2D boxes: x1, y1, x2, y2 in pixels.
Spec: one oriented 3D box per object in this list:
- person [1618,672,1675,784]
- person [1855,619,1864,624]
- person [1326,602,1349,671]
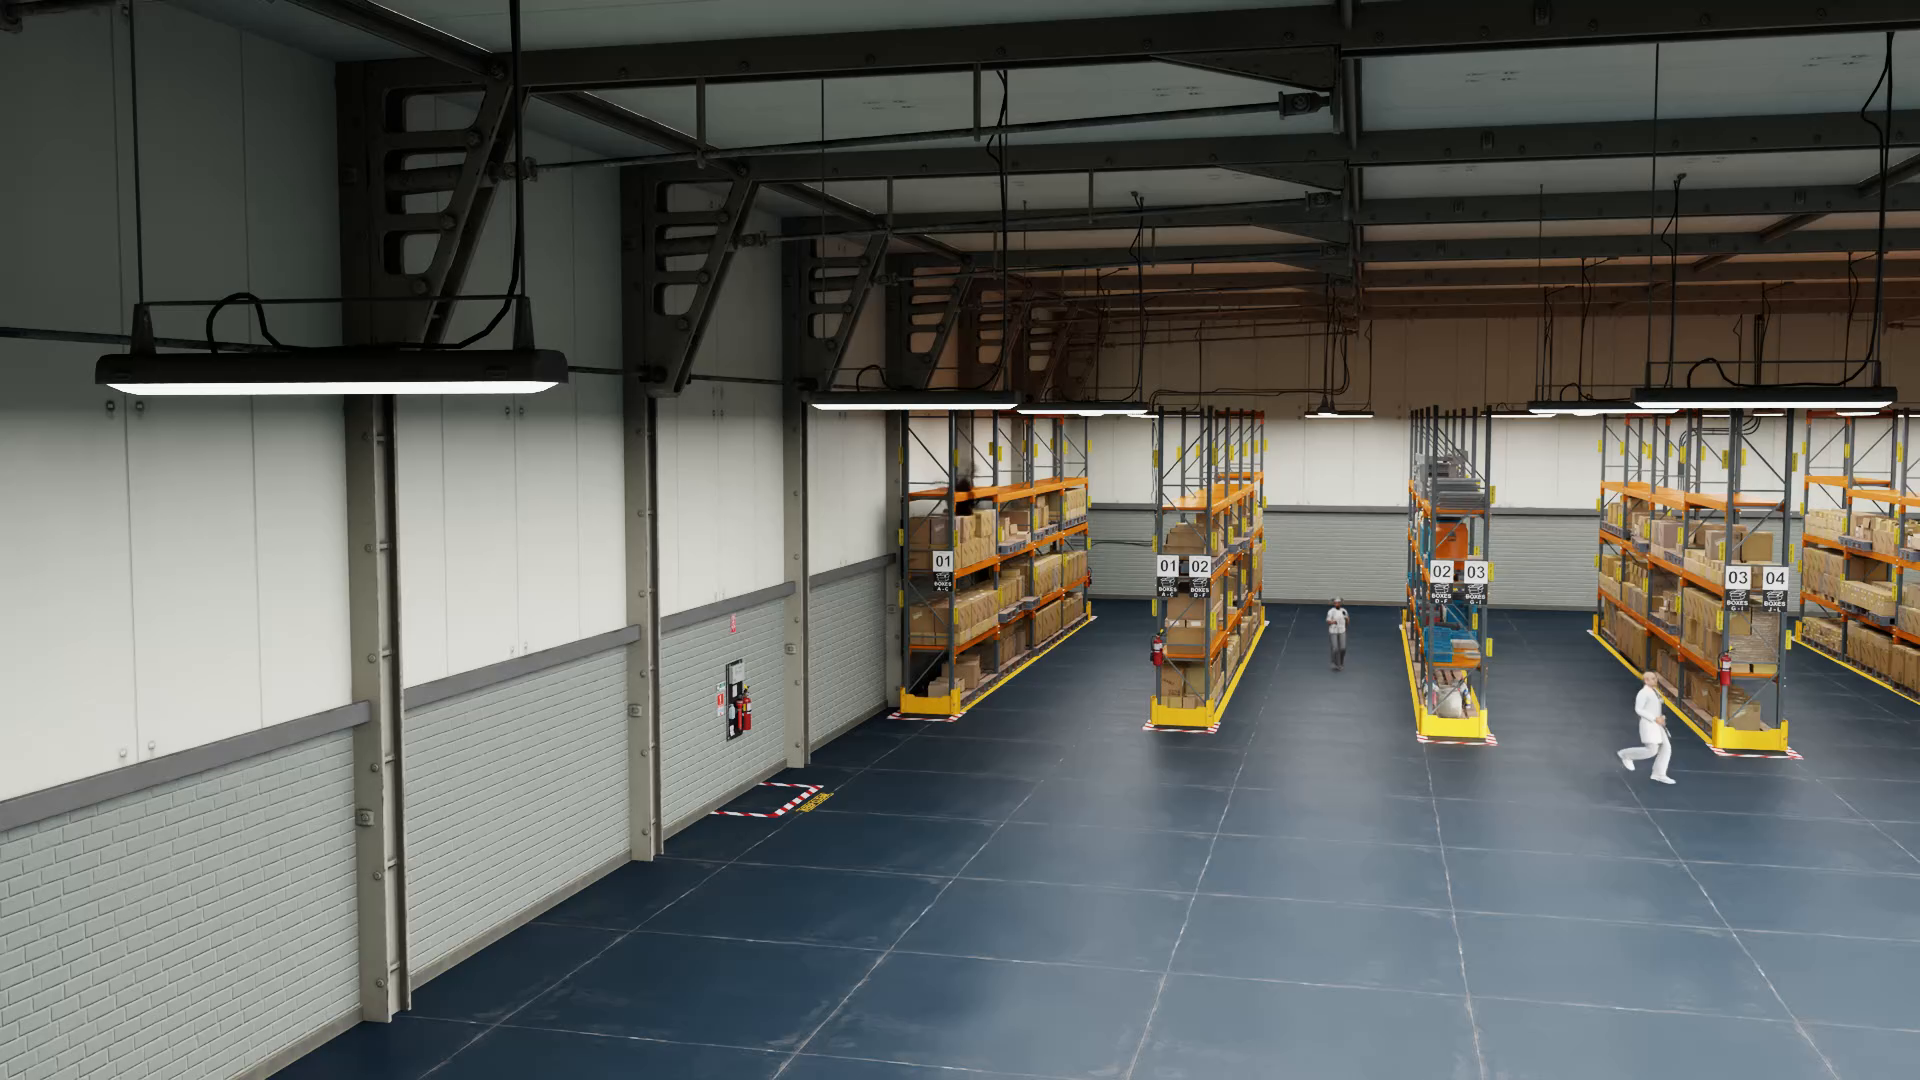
[{"bbox_3d":[10.971,2.967,26.491,0.882,1.752,0.724,4,6,44],"label":"person"},{"bbox_3d":[23.875,1.709,43.907,0.677,1.813,0.783,-1,4,-15],"label":"person"},{"bbox_3d":[8.671,2.175,38.110,0.558,1.685,0.667,0,4,3],"label":"person"}]
